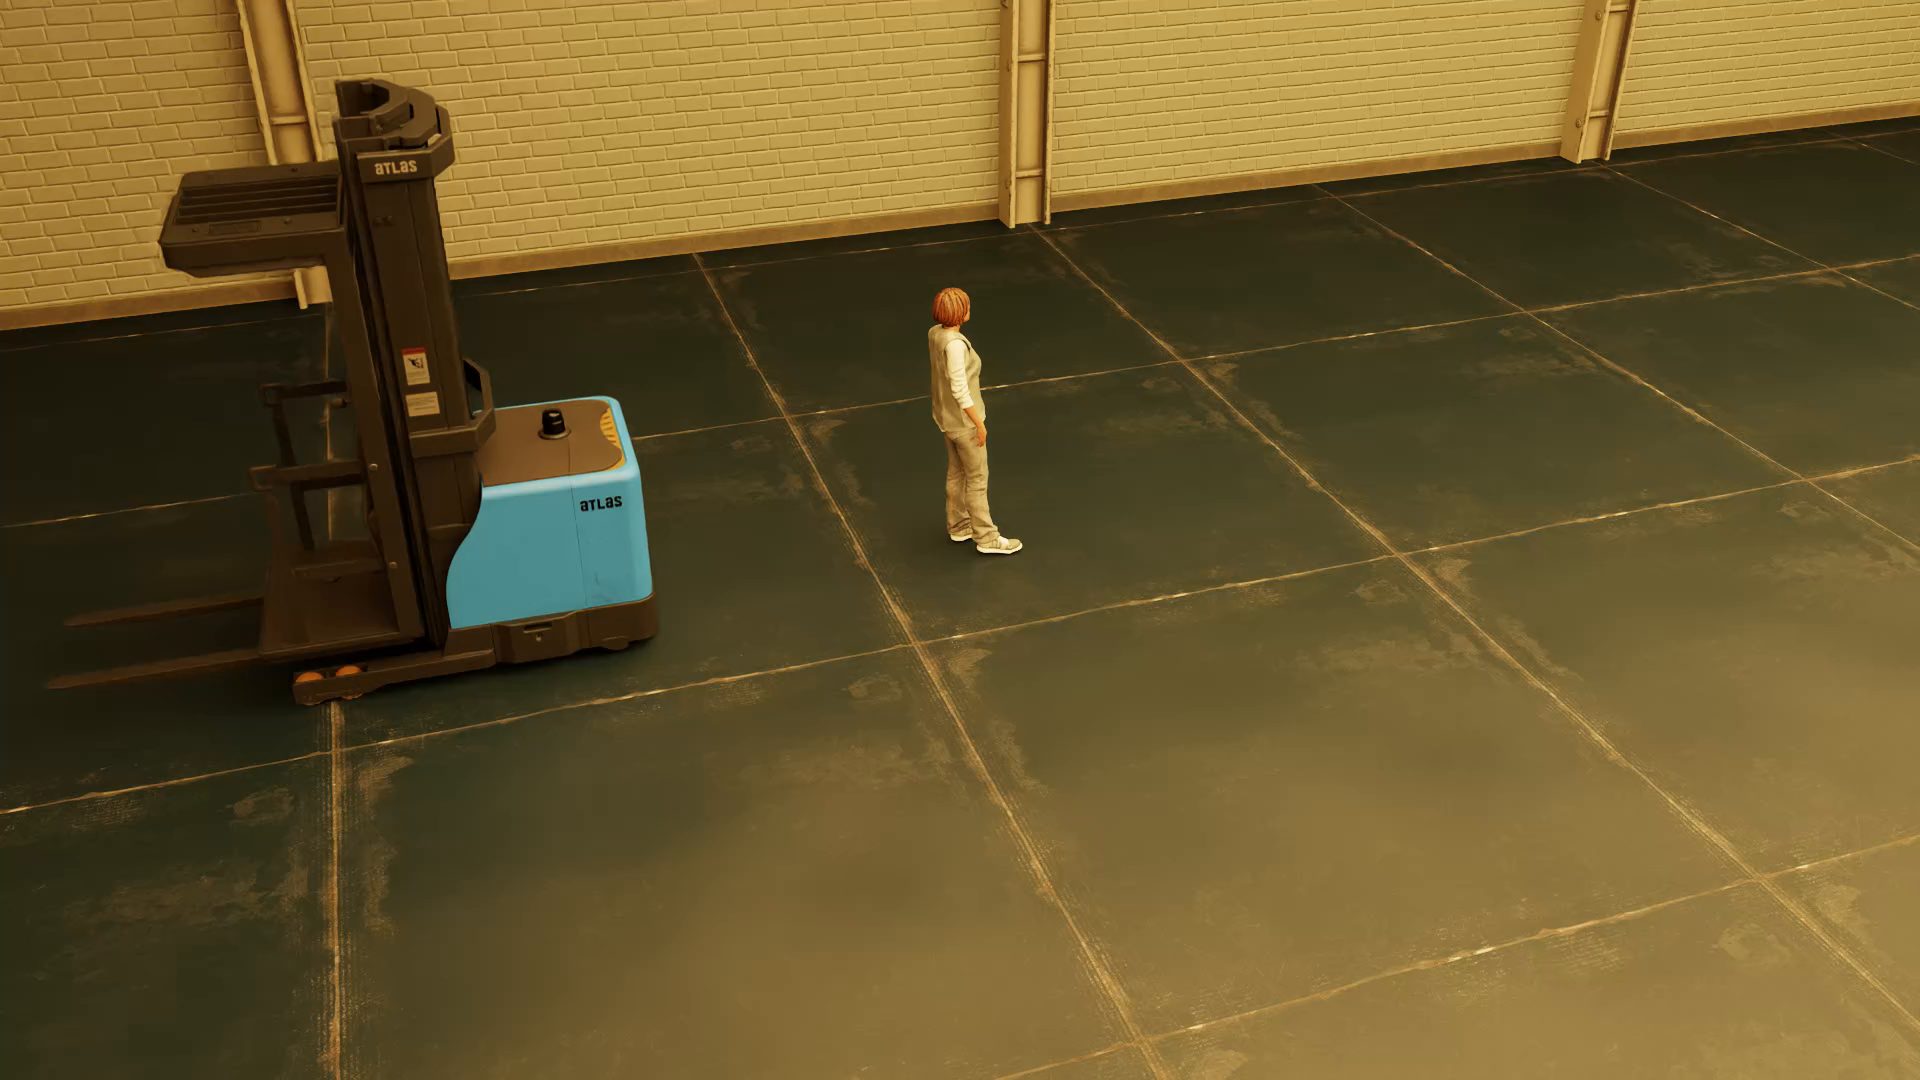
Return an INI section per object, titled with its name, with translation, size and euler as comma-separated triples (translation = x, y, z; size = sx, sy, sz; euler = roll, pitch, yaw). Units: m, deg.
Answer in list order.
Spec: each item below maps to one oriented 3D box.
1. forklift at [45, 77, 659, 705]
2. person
[forklift]
translation = -3.212, -0.715, 8.330
size = 3.031, 2.935, 1.130
euler = -9, 31, -15
[person]
translation = 0.075, -0.704, 9.634
size = 0.473, 1.599, 0.521
euler = -10, 31, -16
